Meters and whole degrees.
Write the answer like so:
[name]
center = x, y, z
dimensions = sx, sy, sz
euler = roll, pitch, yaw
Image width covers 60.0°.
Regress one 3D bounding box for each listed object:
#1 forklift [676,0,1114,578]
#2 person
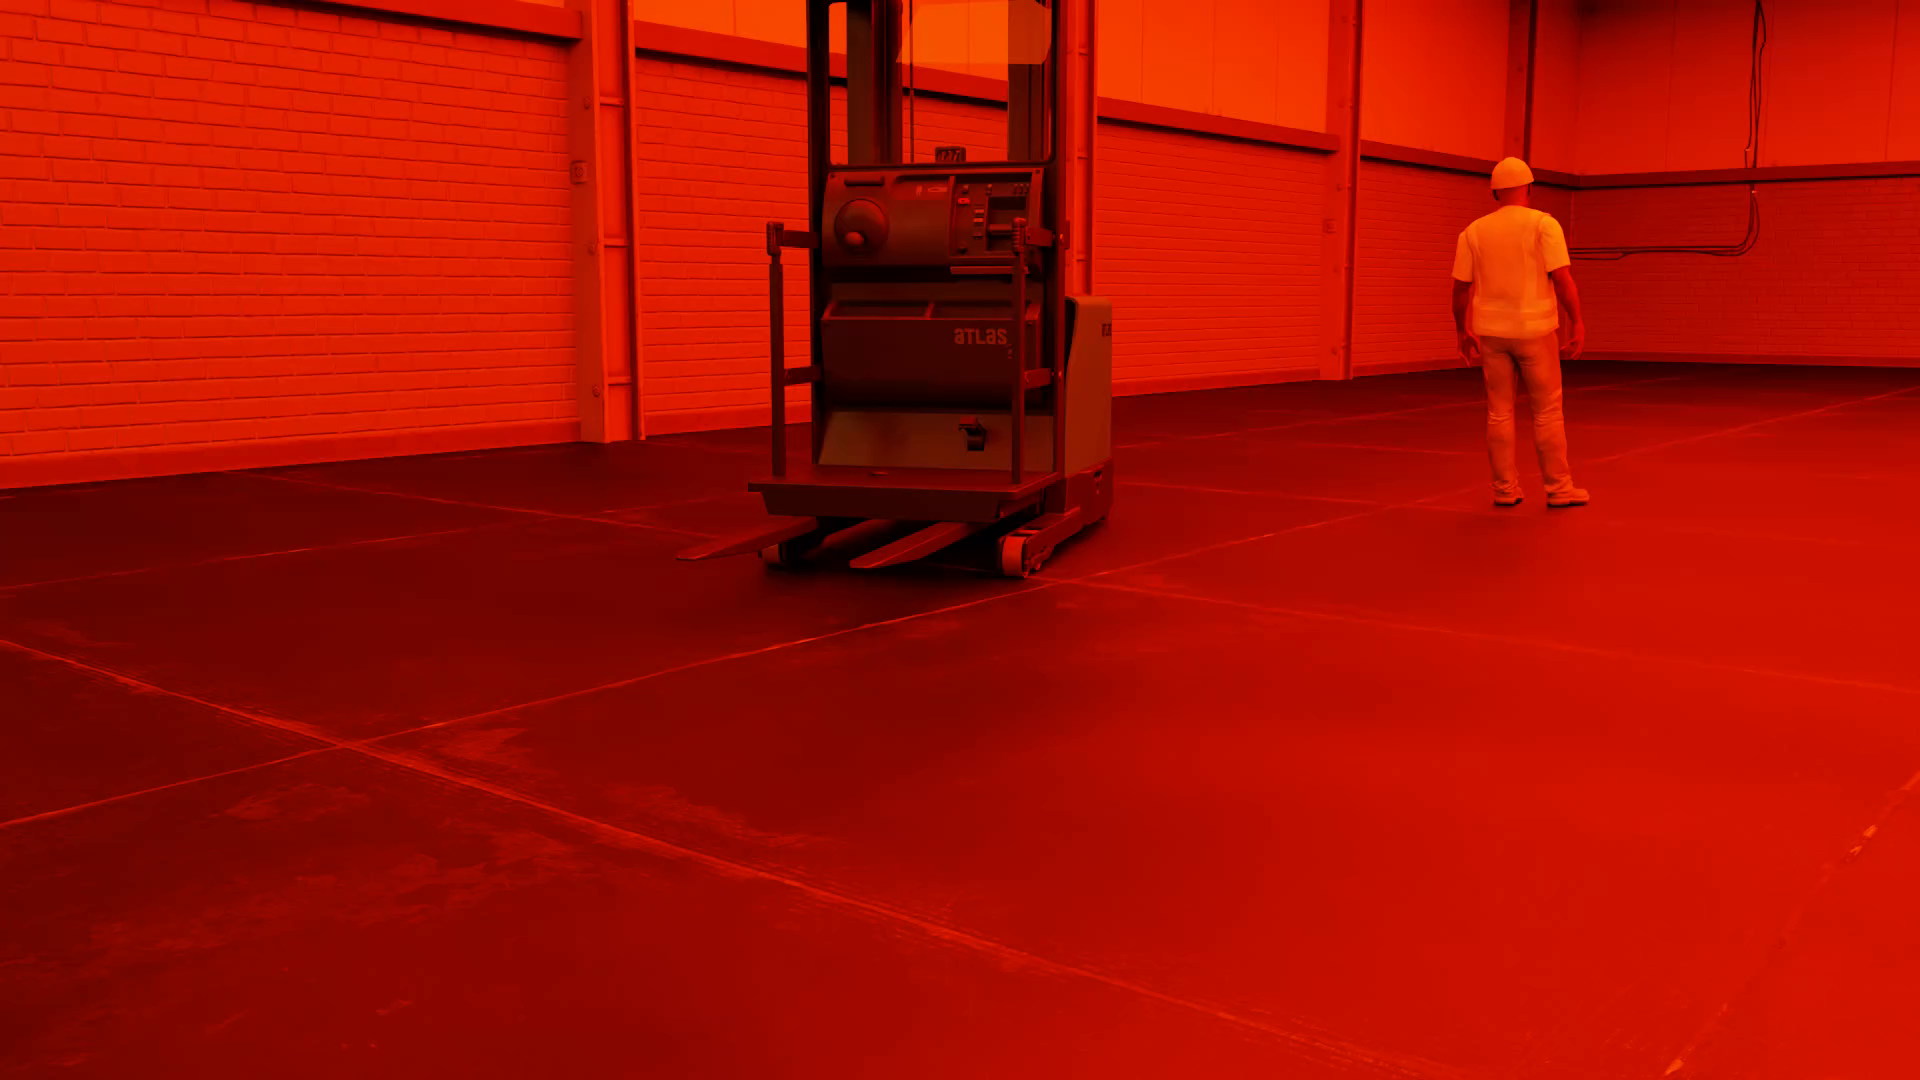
[forklift]
center = -0.176, -1.366, 6.616
dimensions = 1.130, 2.935, 3.031
euler = 3, 9, 17
[person]
center = 2.903, -1.073, 8.589
dimensions = 0.665, 1.765, 0.577
euler = 7, 11, 40
